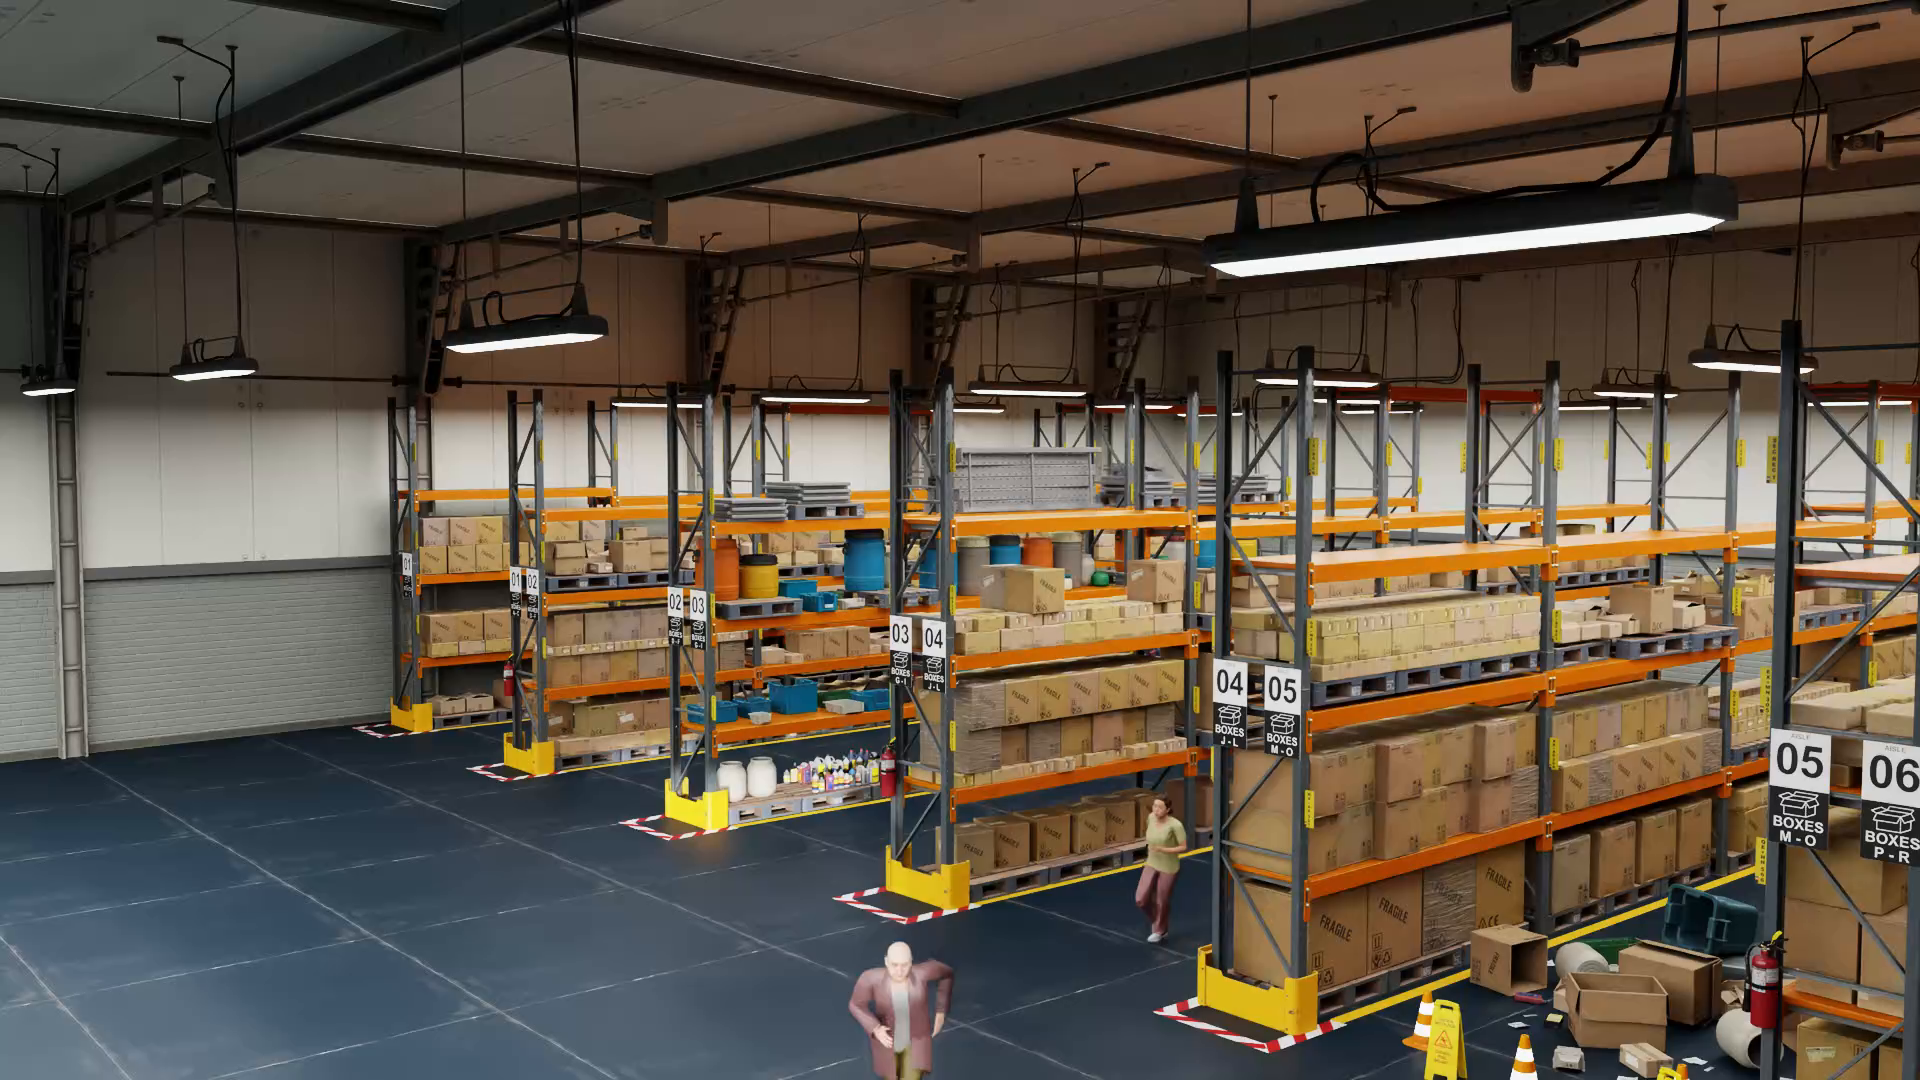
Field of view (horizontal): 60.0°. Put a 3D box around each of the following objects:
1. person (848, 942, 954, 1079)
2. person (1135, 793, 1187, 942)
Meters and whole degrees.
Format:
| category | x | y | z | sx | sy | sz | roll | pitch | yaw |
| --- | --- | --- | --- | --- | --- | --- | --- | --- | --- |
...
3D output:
| category | x | y | z | sx | sy | sz | roll | pitch | yaw |
| --- | --- | --- | --- | --- | --- | --- | --- | --- | --- |
| person | -0.424 | 3.641 | 11.974 | 0.755 | 1.743 | 1.064 | 0 | 3 | -4 |
| person | 2.097 | 3.364 | 17.023 | 0.549 | 1.612 | 0.599 | 2 | 4 | 33 |
